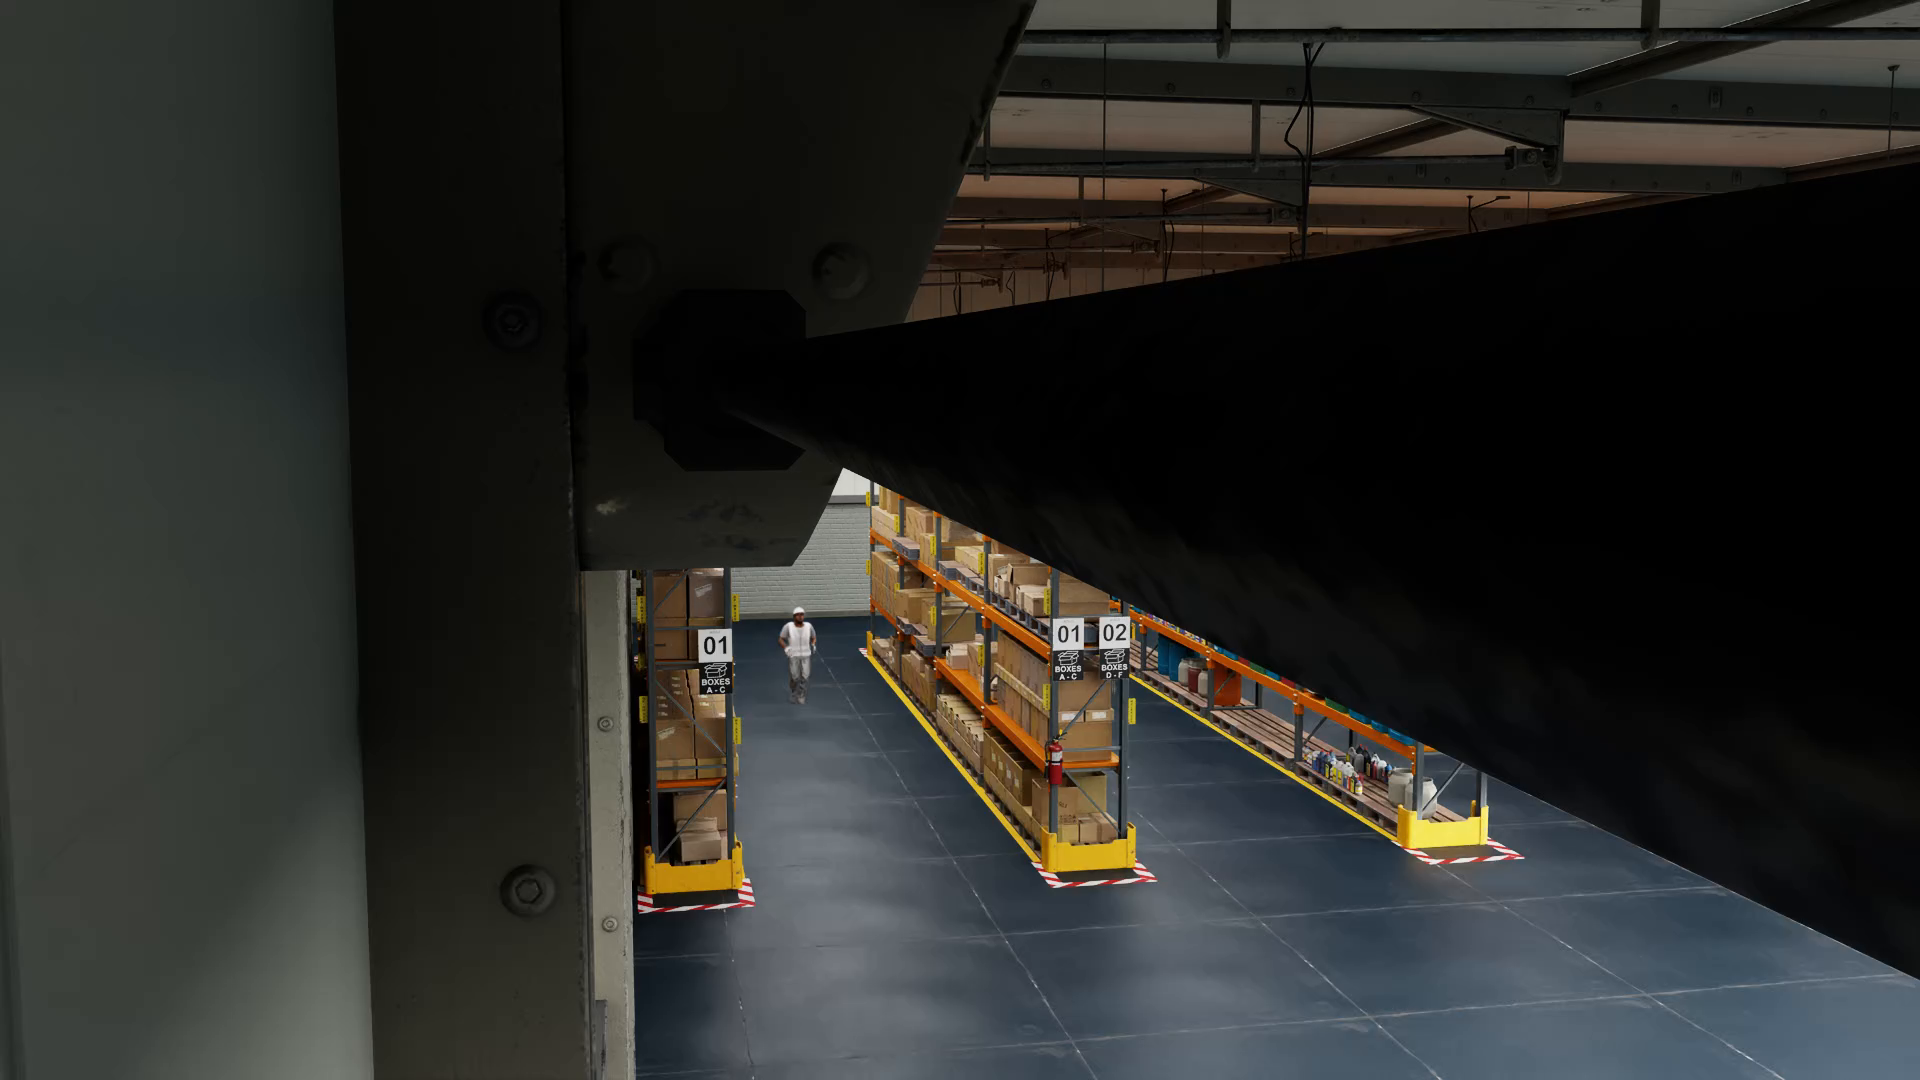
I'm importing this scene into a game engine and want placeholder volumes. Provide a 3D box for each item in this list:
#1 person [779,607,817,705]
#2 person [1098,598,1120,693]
[{"bbox_3d":[-2.856,2.083,29.651,0.678,1.758,0.571,-2,6,-18],"label":"person"},{"bbox_3d":[2.815,1.953,31.441,0.581,1.763,0.823,-1,6,-7],"label":"person"}]
